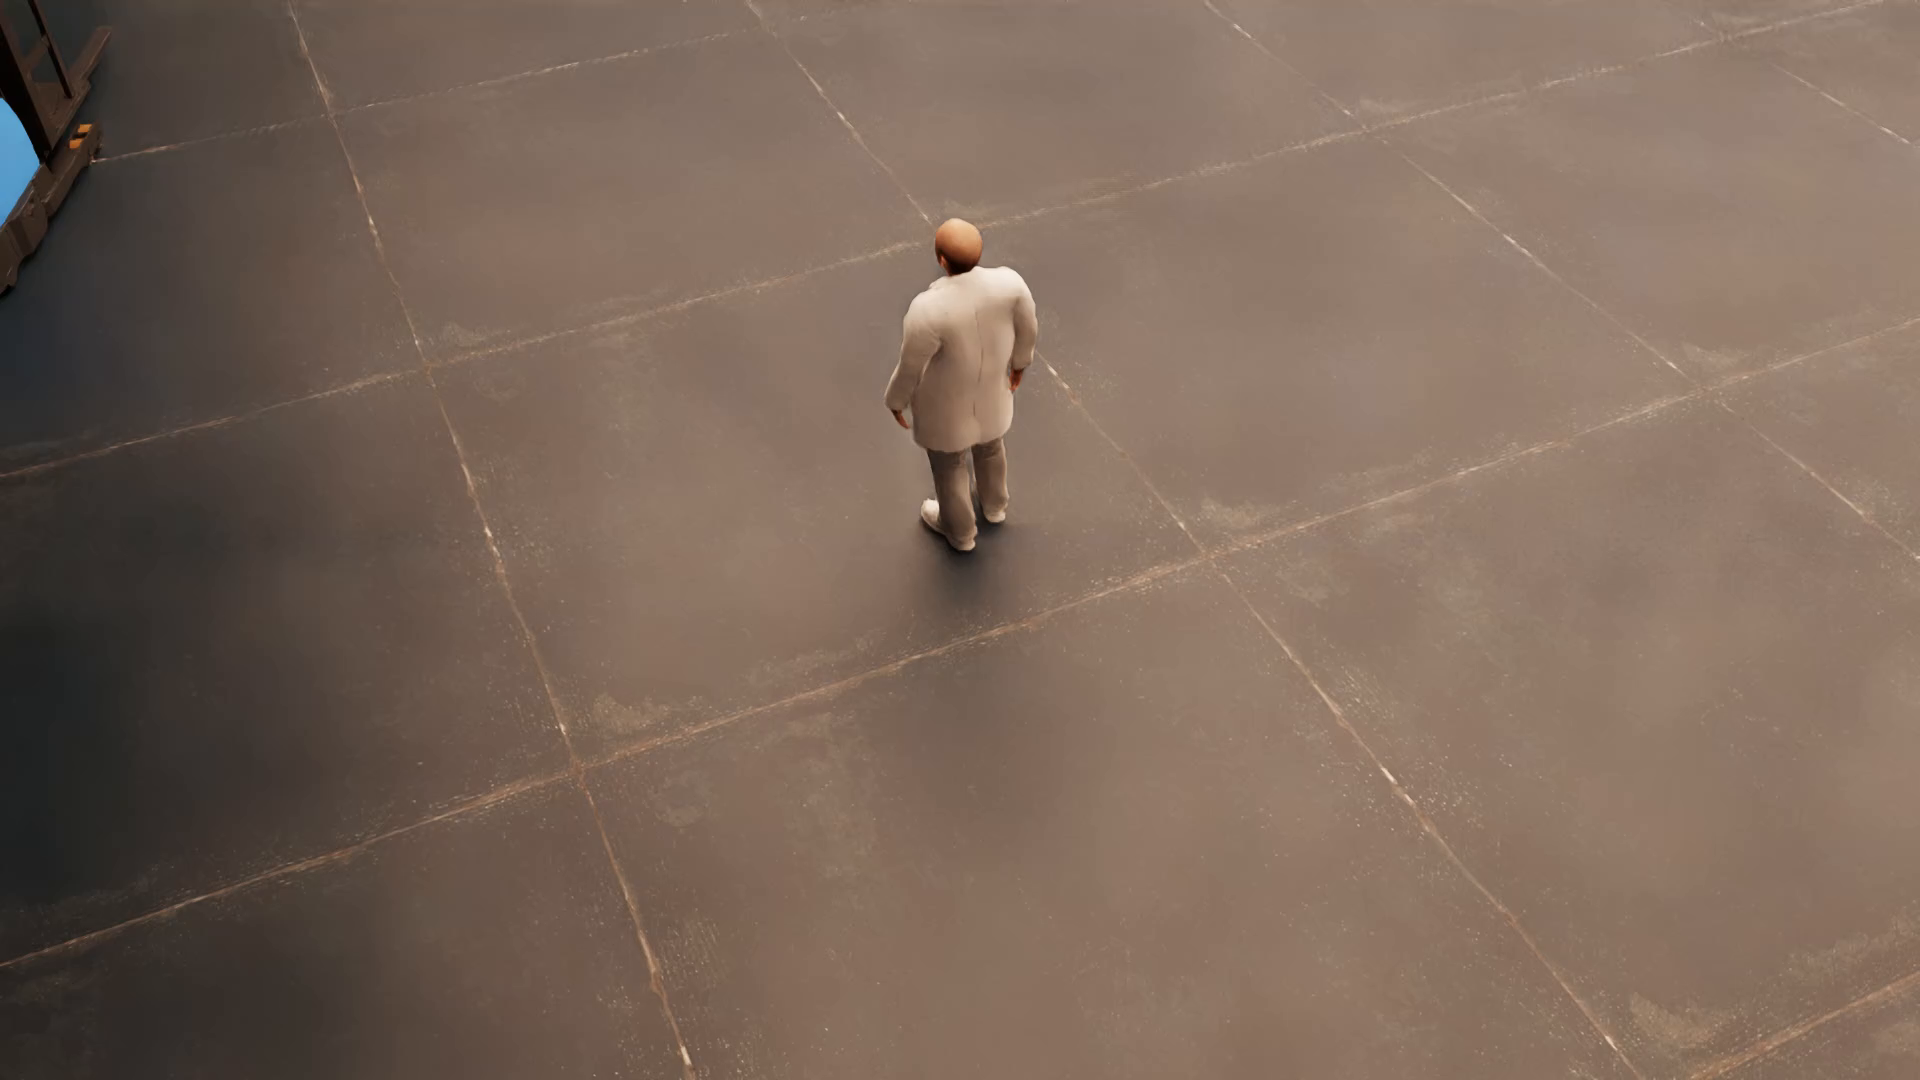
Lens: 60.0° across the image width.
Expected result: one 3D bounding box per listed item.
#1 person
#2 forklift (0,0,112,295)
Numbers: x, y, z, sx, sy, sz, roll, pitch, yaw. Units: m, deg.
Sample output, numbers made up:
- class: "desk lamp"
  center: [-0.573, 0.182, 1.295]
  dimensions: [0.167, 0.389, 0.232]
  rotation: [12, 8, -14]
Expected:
- class: "person"
  center: [-0.034, -0.712, 7.279]
  dimensions: [0.694, 1.776, 0.579]
  rotation: [-18, 46, -18]
- class: "forklift"
  center: [-5.929, -3.324, 9.242]
  dimensions: [1.130, 2.935, 3.031]
  rotation: [-3, 43, -4]
